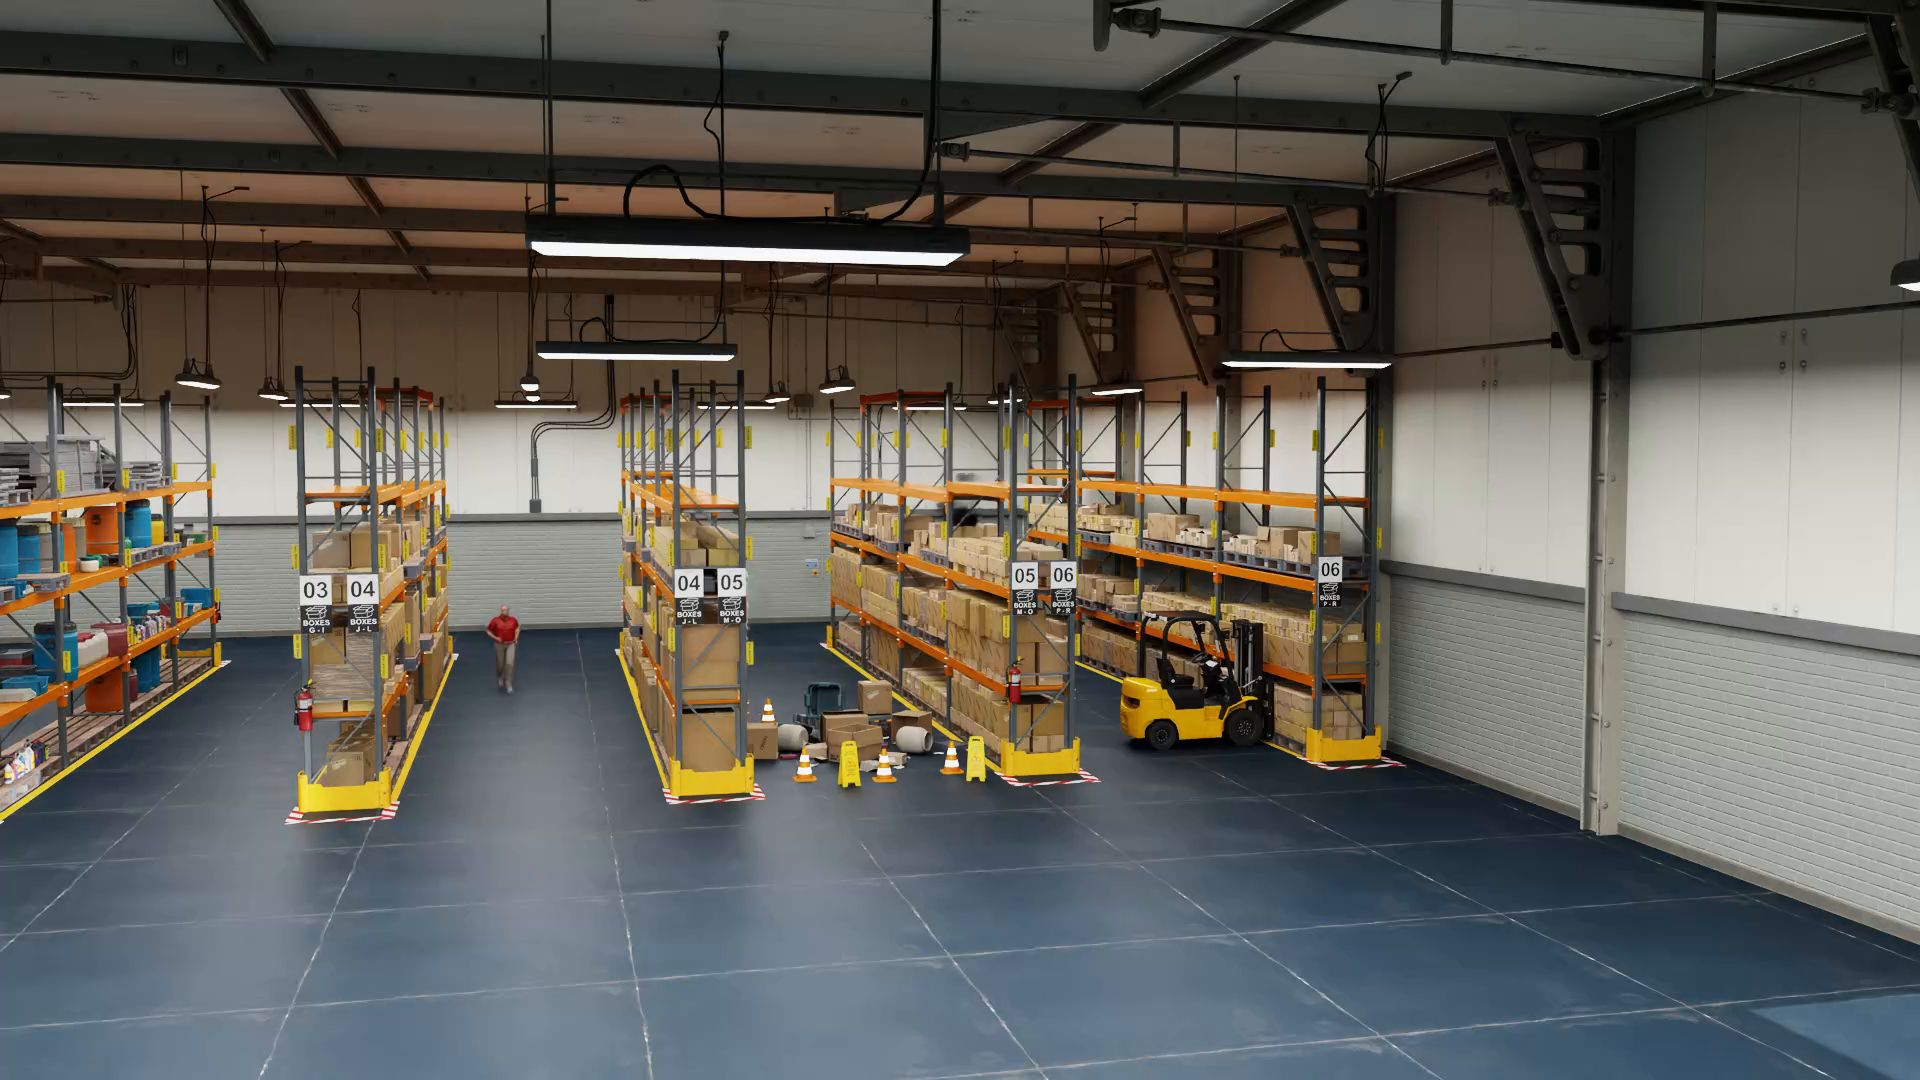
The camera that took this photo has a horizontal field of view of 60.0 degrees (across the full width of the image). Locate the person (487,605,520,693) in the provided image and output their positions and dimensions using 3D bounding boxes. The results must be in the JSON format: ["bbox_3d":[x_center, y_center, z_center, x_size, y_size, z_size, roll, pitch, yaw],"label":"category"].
[{"bbox_3d":[-9.140,2.163,33.337,0.664,1.737,0.898,-1,4,-23],"label":"person"}]

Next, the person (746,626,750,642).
[{"bbox_3d":[-5.530,1.656,41.067,0.658,1.682,0.684,0,3,-7],"label":"person"}]
